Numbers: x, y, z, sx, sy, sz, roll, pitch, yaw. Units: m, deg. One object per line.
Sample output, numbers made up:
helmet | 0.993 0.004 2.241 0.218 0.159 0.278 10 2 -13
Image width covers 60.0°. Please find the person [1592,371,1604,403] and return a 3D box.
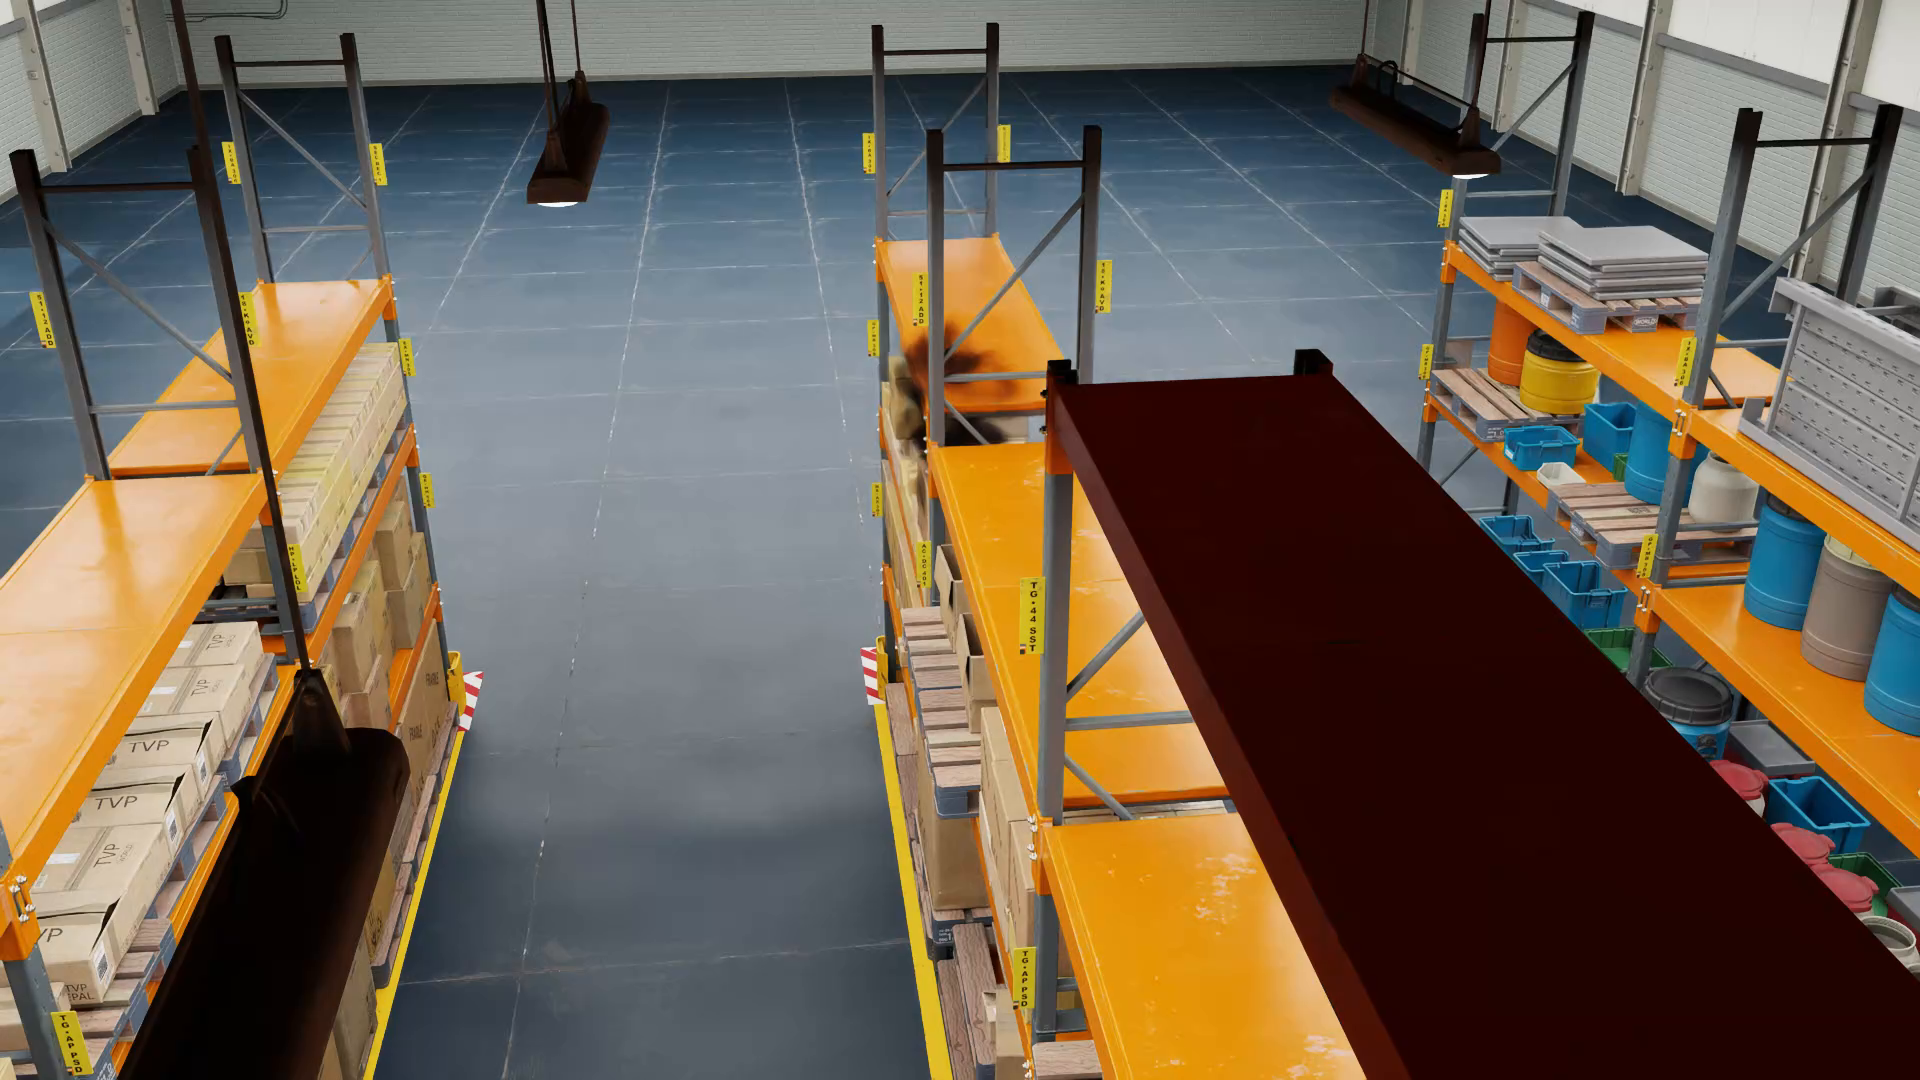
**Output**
person | 7.482 -1.709 20.054 0.636 1.736 0.678 8 27 16
